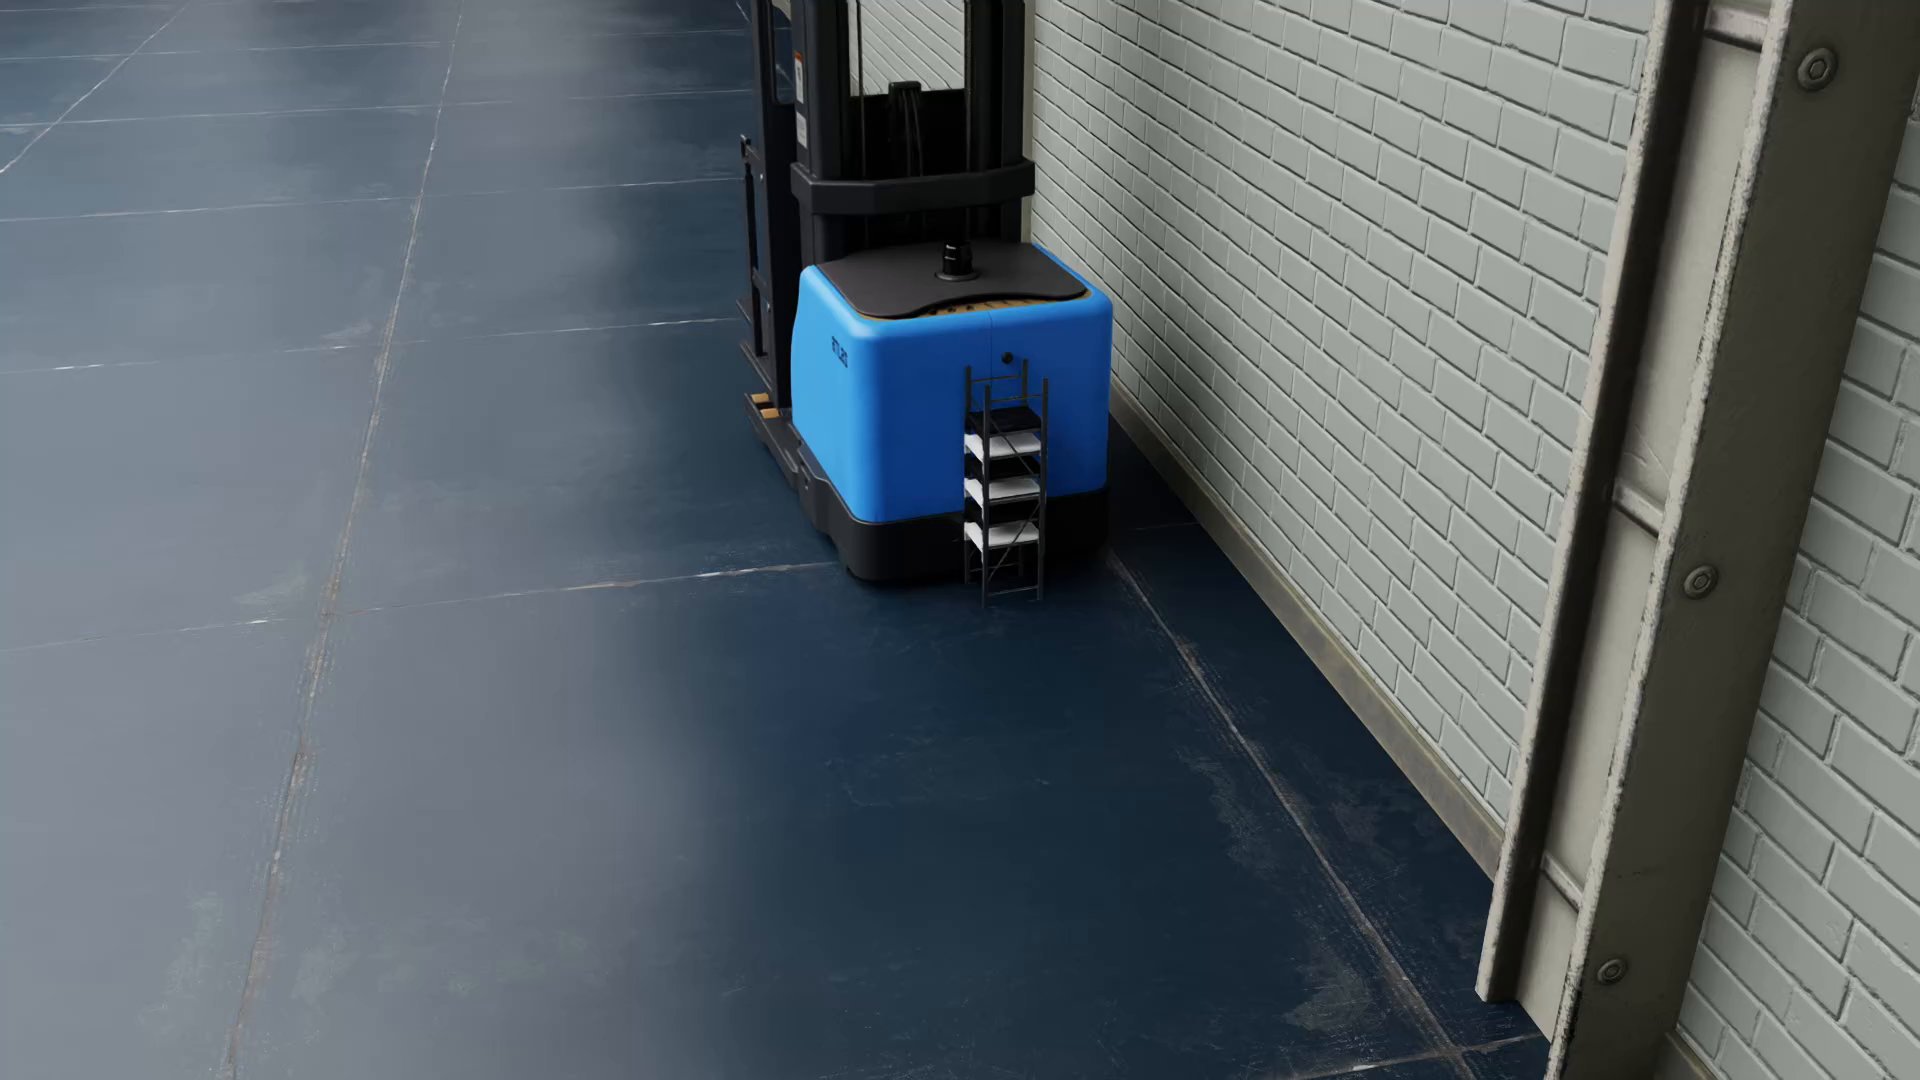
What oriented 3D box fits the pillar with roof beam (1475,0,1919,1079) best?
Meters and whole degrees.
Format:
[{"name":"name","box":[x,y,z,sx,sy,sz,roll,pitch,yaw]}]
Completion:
[{"name":"pillar with roof beam","box":[-2.640,-2.323,1.366,9.100,9.000,0.400,-6,27,-12]}]

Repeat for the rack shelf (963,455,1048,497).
[{"name":"rack shelf","box":[0.166,-0.250,6.121,0.258,0.077,0.200,-9,28,-17]}]

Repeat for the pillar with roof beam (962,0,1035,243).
[{"name":"pillar with roof beam","box":[-3.992,-4.957,6.585,9.100,9.000,0.400,-6,27,-12]}]

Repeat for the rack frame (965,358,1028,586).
[{"name":"rack frame","box":[0.132,-0.243,6.232,0.240,0.900,0.006,-9,28,-17]}]

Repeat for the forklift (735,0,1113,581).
[{"name":"forklift","box":[-0.372,-1.797,7.058,1.130,2.935,3.031,-9,28,-17]}]

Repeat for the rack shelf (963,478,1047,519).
[{"name":"rack shelf","box":[0.166,-0.170,6.161,0.258,0.077,0.200,-9,28,-17]}]

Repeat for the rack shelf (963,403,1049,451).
[{"name":"rack shelf","box":[0.166,-0.411,6.040,0.258,0.077,0.200,-9,28,-17]}]

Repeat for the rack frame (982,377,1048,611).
[{"name":"rack frame","box":[0.199,-0.156,6.060,0.240,0.900,0.006,-9,28,-17]}]

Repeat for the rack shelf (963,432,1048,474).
[{"name":"rack shelf","box":[0.166,-0.330,6.080,0.258,0.077,0.200,-9,28,-17]}]

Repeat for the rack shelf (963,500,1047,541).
[{"name":"rack shelf","box":[0.166,-0.089,6.202,0.258,0.077,0.200,-9,28,-17]}]

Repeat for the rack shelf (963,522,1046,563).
[{"name":"rack shelf","box":[0.166,-0.009,6.242,0.258,0.077,0.200,-9,28,-17]}]

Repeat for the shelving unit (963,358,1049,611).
[{"name":"shelving unit","box":[0.166,-0.199,6.146,0.258,0.900,0.210,-9,28,-17]}]
